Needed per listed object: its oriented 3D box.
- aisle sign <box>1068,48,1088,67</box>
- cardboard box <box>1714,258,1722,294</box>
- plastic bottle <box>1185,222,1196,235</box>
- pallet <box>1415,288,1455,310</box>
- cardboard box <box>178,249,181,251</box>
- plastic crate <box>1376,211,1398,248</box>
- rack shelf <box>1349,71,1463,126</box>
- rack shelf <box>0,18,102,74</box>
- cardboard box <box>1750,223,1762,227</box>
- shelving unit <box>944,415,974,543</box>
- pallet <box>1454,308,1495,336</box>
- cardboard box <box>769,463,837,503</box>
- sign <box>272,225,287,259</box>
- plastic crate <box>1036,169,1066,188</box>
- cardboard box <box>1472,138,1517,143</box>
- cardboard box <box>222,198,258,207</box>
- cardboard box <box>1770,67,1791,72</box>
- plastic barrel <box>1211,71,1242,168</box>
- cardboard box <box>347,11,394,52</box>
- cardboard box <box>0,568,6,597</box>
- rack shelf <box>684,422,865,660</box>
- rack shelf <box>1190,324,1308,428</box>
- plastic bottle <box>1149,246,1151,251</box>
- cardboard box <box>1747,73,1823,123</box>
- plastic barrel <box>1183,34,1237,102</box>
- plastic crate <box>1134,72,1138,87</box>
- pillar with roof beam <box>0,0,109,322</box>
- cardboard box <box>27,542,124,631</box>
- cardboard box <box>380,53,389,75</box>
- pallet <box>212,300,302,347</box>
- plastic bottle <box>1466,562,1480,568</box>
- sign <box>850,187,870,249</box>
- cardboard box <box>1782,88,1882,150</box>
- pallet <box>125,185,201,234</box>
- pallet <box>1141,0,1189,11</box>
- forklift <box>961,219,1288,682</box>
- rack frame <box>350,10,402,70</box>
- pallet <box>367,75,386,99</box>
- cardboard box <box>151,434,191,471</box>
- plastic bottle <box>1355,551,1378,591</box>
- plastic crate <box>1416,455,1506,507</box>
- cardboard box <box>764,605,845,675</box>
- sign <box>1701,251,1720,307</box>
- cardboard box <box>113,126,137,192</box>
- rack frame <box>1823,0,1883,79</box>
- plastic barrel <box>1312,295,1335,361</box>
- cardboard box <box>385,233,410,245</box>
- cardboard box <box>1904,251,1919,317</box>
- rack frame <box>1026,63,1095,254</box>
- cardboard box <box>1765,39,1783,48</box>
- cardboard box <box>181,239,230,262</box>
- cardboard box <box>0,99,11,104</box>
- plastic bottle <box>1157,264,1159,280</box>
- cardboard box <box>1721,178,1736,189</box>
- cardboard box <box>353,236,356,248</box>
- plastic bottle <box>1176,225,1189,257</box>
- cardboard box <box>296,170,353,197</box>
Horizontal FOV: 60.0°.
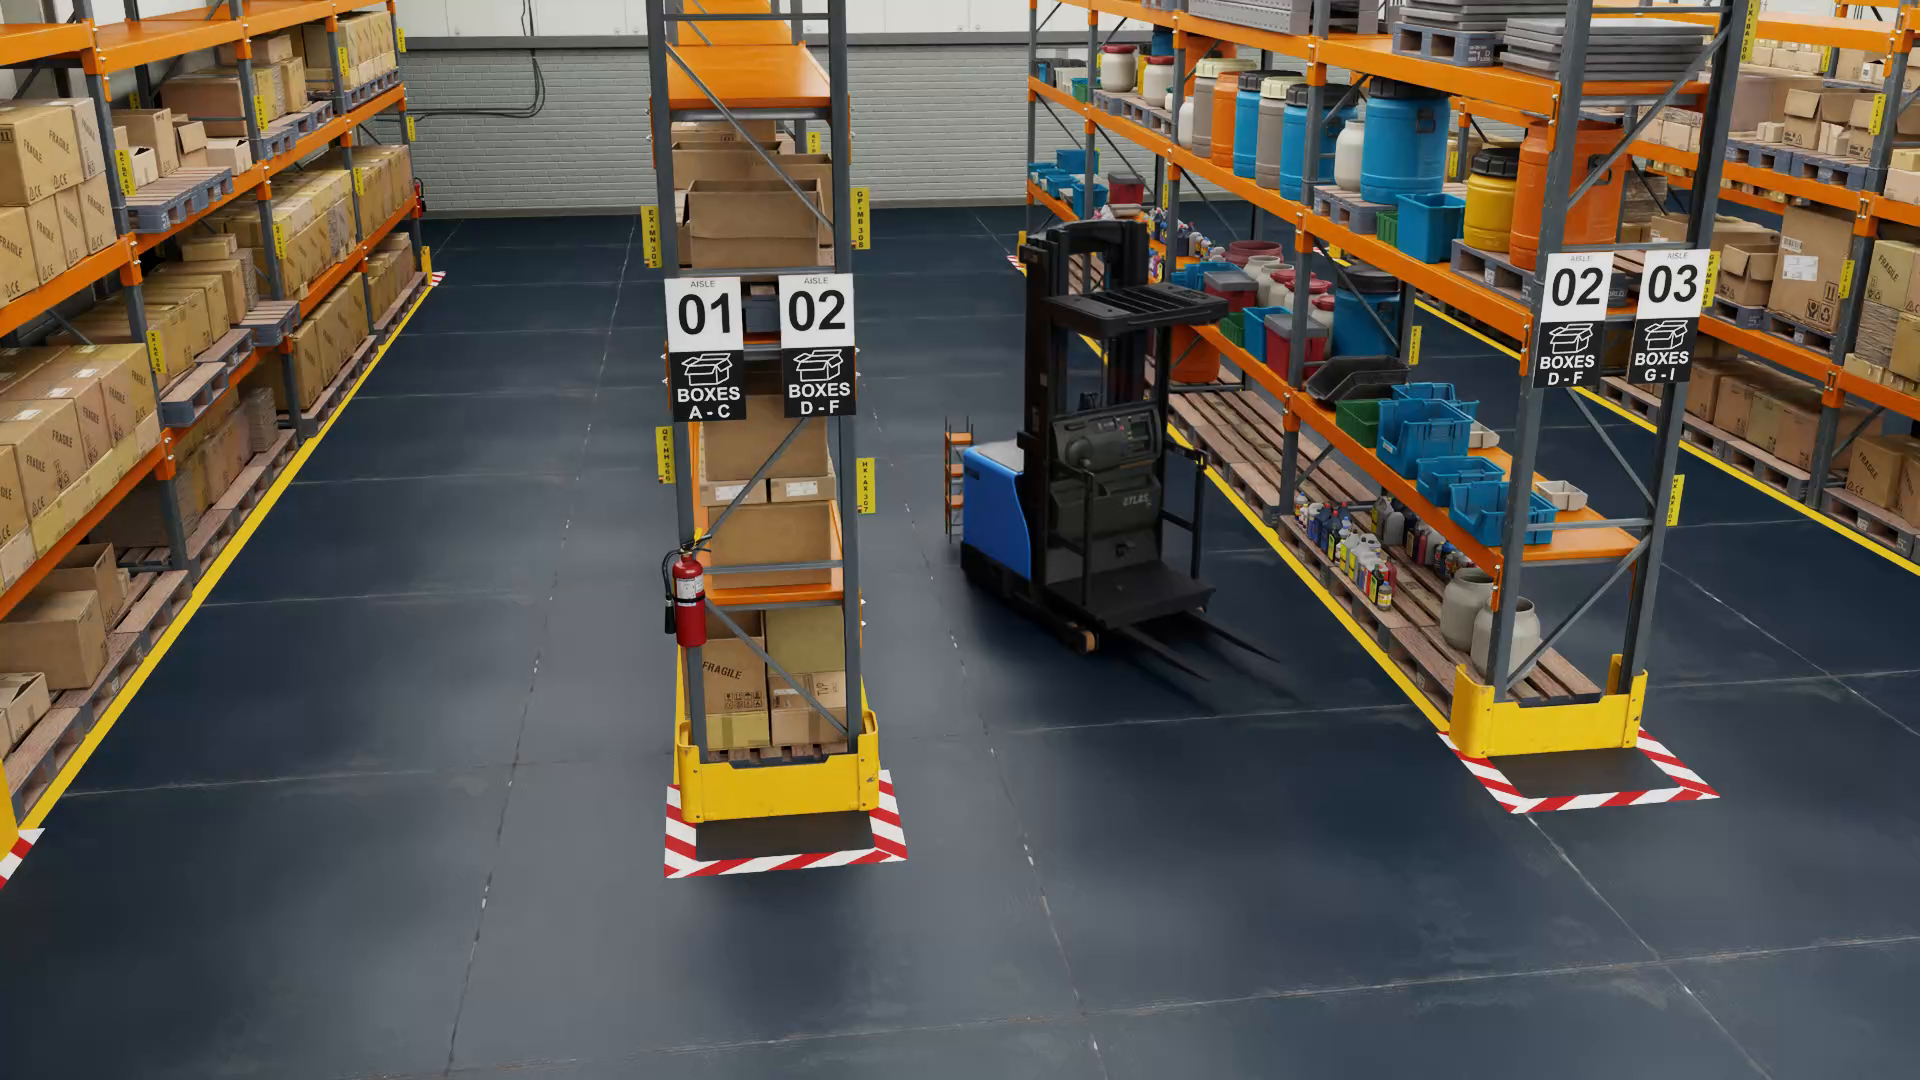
[{"bbox_3d":[1.793,-6.883,24.643,0.394,0.787,0.004,-3,21,-8],"label":"aisle sign"},{"bbox_3d":[7.582,-2.640,16.612,0.500,0.250,0.500,-4,21,-9],"label":"cardboard box"},{"bbox_3d":[2.705,-3.535,19.463,0.144,0.351,0.185,-3,21,-8],"label":"plastic bottle"},{"bbox_3d":[6.959,-3.452,23.156,1.003,0.211,1.213,-3,21,-8],"label":"pallet"},{"bbox_3d":[-7.466,-2.702,16.567,0.500,0.500,0.500,-3,21,-7],"label":"cardboard box"},{"bbox_3d":[3.201,-2.217,11.880,0.336,0.188,0.450,-3,21,-8],"label":"plastic crate"},{"bbox_3d":[6.703,-6.251,23.407,1.077,0.370,4.000,-3,21,-8],"label":"rack shelf"},{"bbox_3d":[-6.272,-2.751,9.752,1.077,0.370,4.000,-3,21,-8],"label":"rack shelf"},{"bbox_3d":[11.875,-4.704,25.147,0.380,0.149,0.250,-2,21,-6],"label":"cardboard box"},{"bbox_3d":[-0.008,-0.510,14.082,0.215,1.050,0.252,-3,21,-8],"label":"shelving unit"},{"bbox_3d":[7.177,-2.921,21.735,1.003,0.211,1.213,-3,21,-8],"label":"pallet"},{"bbox_3d":[-0.926,-0.335,9.756,0.380,0.149,0.250,-3,21,-8],"label":"cardboard box"},{"bbox_3d":[-6.601,-2.892,16.131,0.100,0.325,0.005,-3,21,-8],"label":"sign"},{"bbox_3d":[1.318,-5.245,24.127,0.416,0.233,0.300,-3,21,-8],"label":"plastic crate"},{"bbox_3d":[7.175,-5.090,22.274,0.500,0.500,0.500,-3,21,-8],"label":"cardboard box"},{"bbox_3d":[-7.601,-3.404,17.375,0.500,0.250,0.500,-3,21,-9],"label":"cardboard box"},{"bbox_3d":[11.515,-6.370,22.913,0.500,0.250,0.500,-3,21,-8],"label":"cardboard box"},{"bbox_3d":[2.664,-3.941,15.579,0.600,0.830,0.708,-3,21,-8],"label":"plastic barrel"},{"bbox_3d":[-7.915,-6.816,22.291,0.500,0.500,0.500,-3,21,-8],"label":"cardboard box"},{"bbox_3d":[-5.740,0.290,9.340,0.500,0.250,0.500,-4,21,-9],"label":"cardboard box"},{"bbox_3d":[-1.371,-0.193,11.474,1.077,0.370,4.000,-3,21,-8],"label":"rack shelf"},{"bbox_3d":[2.955,-1.826,15.847,1.077,0.370,4.000,-3,21,-8],"label":"rack shelf"},{"bbox_3d":[2.098,-3.170,18.600,0.097,0.271,0.097,0,20,0],"label":"plastic bottle"},{"bbox_3d":[8.025,-4.290,16.271,0.500,0.500,0.500,-3,21,-7],"label":"cardboard box"},{"bbox_3d":[2.588,-4.856,17.429,0.600,0.830,0.708,-3,21,-8],"label":"plastic barrel"},{"bbox_3d":[2.182,-6.029,21.970,0.497,0.269,0.590,-3,21,-8],"label":"plastic crate"},{"bbox_3d":[-3.546,-4.890,14.447,9.100,9.000,0.400,-3,21,-8],"label":"pillar with roof beam"},{"bbox_3d":[-6.371,0.351,11.933,0.500,0.500,0.500,-4,21,-12],"label":"cardboard box"},{"bbox_3d":[-7.846,-6.284,21.939,0.500,0.250,0.500,-4,21,-10],"label":"cardboard box"},{"bbox_3d":[-6.929,-2.025,15.625,1.213,0.211,1.003,-3,21,-8],"label":"pallet"},{"bbox_3d":[3.852,0.258,12.493,0.061,0.283,0.133,-3,21,-7],"label":"plastic bottle"},{"bbox_3d":[-0.532,-1.715,8.872,0.100,0.325,0.005,-3,21,-8],"label":"sign"},{"bbox_3d":[8.038,-3.865,15.242,0.797,0.503,0.637,-2,21,-6],"label":"cardboard box"},{"bbox_3d":[-6.544,-2.508,12.624,1.213,0.211,1.003,-3,21,-8],"label":"pallet"},{"bbox_3d":[2.593,-5.642,17.302,1.213,0.211,1.003,-3,21,-8],"label":"pallet"},{"bbox_3d":[1.191,-0.737,12.001,1.130,2.935,3.031,-12,23,-29],"label":"forklift"},{"bbox_3d":[-8.290,-7.936,22.604,1.000,3.000,0.127,-3,21,-8],"label":"rack frame"},{"bbox_3d":[-7.994,-5.810,21.325,1.003,0.211,1.213,-3,21,-8],"label":"pallet"},{"bbox_3d":[-6.750,-0.764,13.847,0.500,0.250,0.500,-3,21,-9],"label":"cardboard box"},{"bbox_3d":[3.092,0.233,12.568,0.152,0.276,0.135,-3,21,-9],"label":"plastic bottle"},{"bbox_3d":[3.364,-0.400,11.212,0.499,0.251,0.408,-3,21,-8],"label":"plastic crate"},{"bbox_3d":[-1.014,0.533,10.761,0.500,0.500,0.500,-3,21,-8],"label":"cardboard box"},{"bbox_3d":[4.365,-1.522,9.703,0.100,0.325,0.005,-3,21,-8],"label":"sign"},{"bbox_3d":[-6.560,-2.813,12.431,0.500,0.500,0.500,0,20,0],"label":"cardboard box"},{"bbox_3d":[11.914,-7.516,21.479,1.000,3.000,0.127,-3,21,-8],"label":"rack frame"},{"bbox_3d":[3.322,-1.877,14.760,0.433,0.535,0.433,0,20,0],"label":"plastic barrel"},{"bbox_3d":[-7.891,-4.183,23.174,0.380,0.149,0.250,-3,21,-8],"label":"cardboard box"},{"bbox_3d":[8.031,-2.034,13.377,0.500,0.500,0.500,-3,21,-8],"label":"cardboard box"},{"bbox_3d":[1.513,-5.626,24.992,1.000,3.000,0.127,-3,21,-8],"label":"rack frame"},{"bbox_3d":[11.440,-6.917,23.091,0.380,0.149,0.250,-4,21,-10],"label":"cardboard box"},{"bbox_3d":[-6.997,-2.684,15.418,0.380,0.149,0.250,-6,21,-17],"label":"cardboard box"},{"bbox_3d":[-6.772,-2.717,11.316,0.500,0.500,0.500,-2,21,-7],"label":"cardboard box"},{"bbox_3d":[2.188,-2.922,18.037,0.097,0.201,0.097,0,20,0],"label":"plastic bottle"},{"bbox_3d":[11.345,-5.213,24.245,0.380,0.149,0.250,-3,21,-7],"label":"cardboard box"},{"bbox_3d":[-7.385,-3.530,19.711,0.380,0.149,0.250,-3,21,-7],"label":"cardboard box"},{"bbox_3d":[2.574,-3.480,19.318,0.144,0.351,0.185,-3,21,-8],"label":"plastic bottle"},{"bbox_3d":[-7.393,-4.139,19.343,0.500,0.250,0.500,-2,21,-6],"label":"cardboard box"}]
